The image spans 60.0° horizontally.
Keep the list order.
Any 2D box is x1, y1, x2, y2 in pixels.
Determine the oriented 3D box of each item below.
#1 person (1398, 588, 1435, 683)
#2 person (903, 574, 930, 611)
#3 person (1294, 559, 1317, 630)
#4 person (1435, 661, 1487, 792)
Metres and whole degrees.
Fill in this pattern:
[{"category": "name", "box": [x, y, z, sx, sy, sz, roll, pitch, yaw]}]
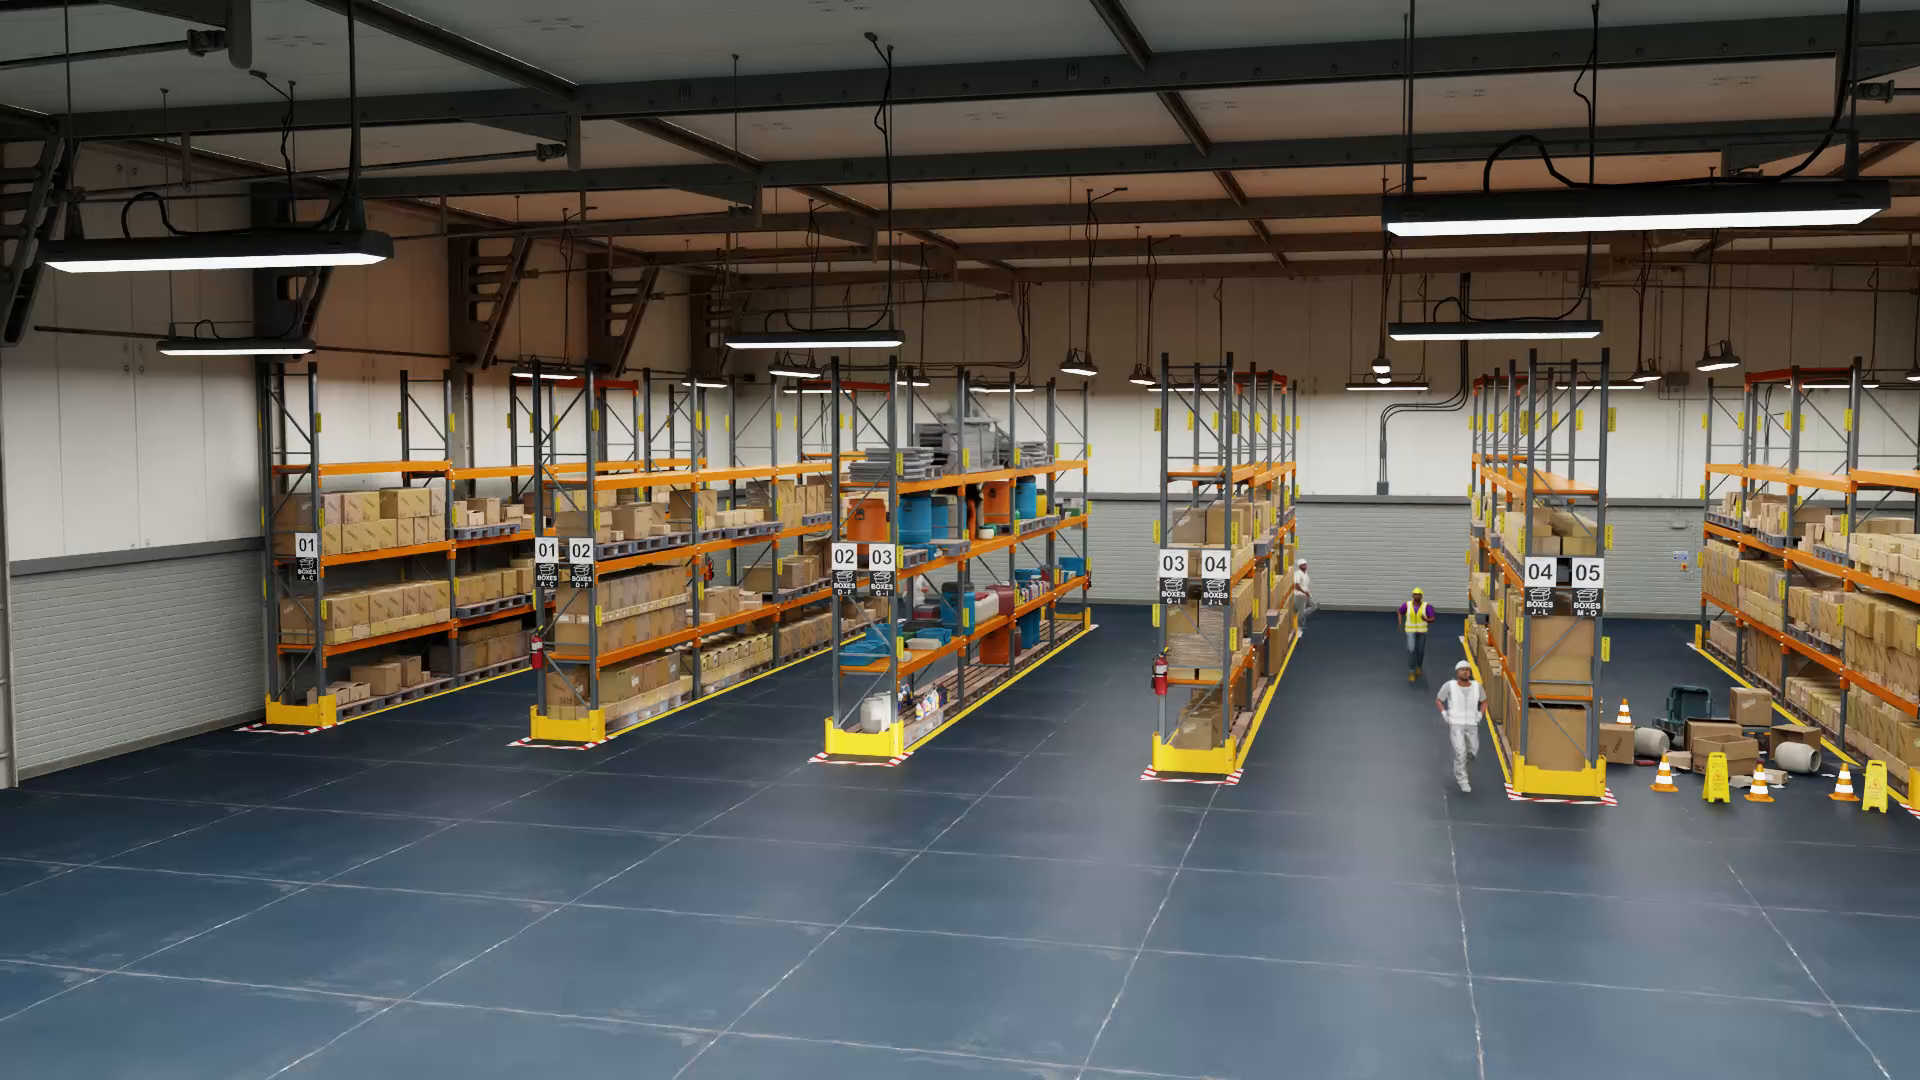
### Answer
[{"category": "person", "box": [8.890, 1.824, 32.394, 0.682, 1.803, 0.879, 1, 4, 11]}, {"category": "person", "box": [-0.999, 1.413, 37.942, 0.655, 1.814, 0.937, 0, 4, 7]}, {"category": "person", "box": [8.286, 1.312, 40.084, 0.597, 1.725, 0.722, 2, 5, 27]}, {"category": "person", "box": [6.912, 2.542, 22.863, 0.706, 1.774, 0.679, 0, 4, -2]}]
